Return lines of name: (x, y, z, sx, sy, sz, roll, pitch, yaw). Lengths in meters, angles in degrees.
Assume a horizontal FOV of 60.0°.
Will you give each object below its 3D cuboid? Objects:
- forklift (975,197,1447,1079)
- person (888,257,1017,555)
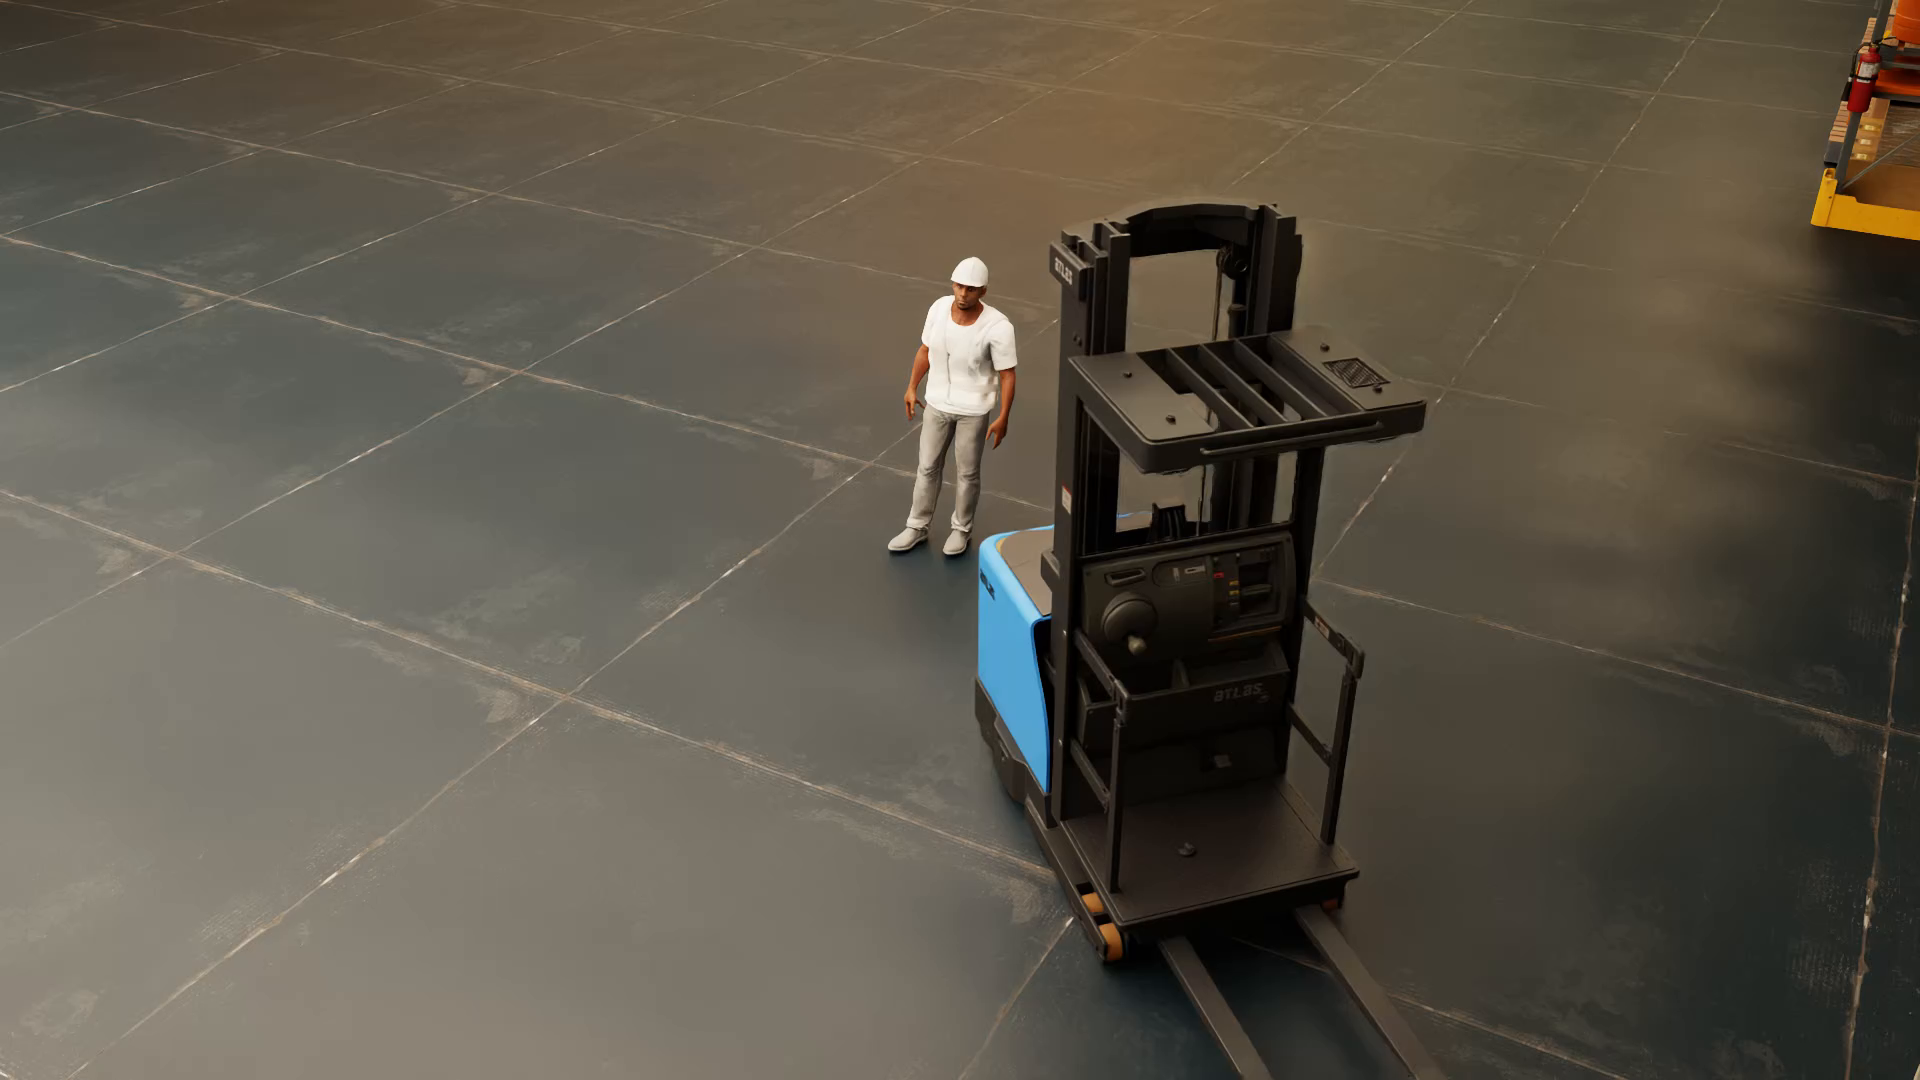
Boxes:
forklift: (1.007, 0.270, 6.603, 1.130, 2.935, 3.031, -9, 31, -15)
person: (-0.039, -0.743, 9.508, 0.665, 1.765, 0.577, 15, 33, 25)
